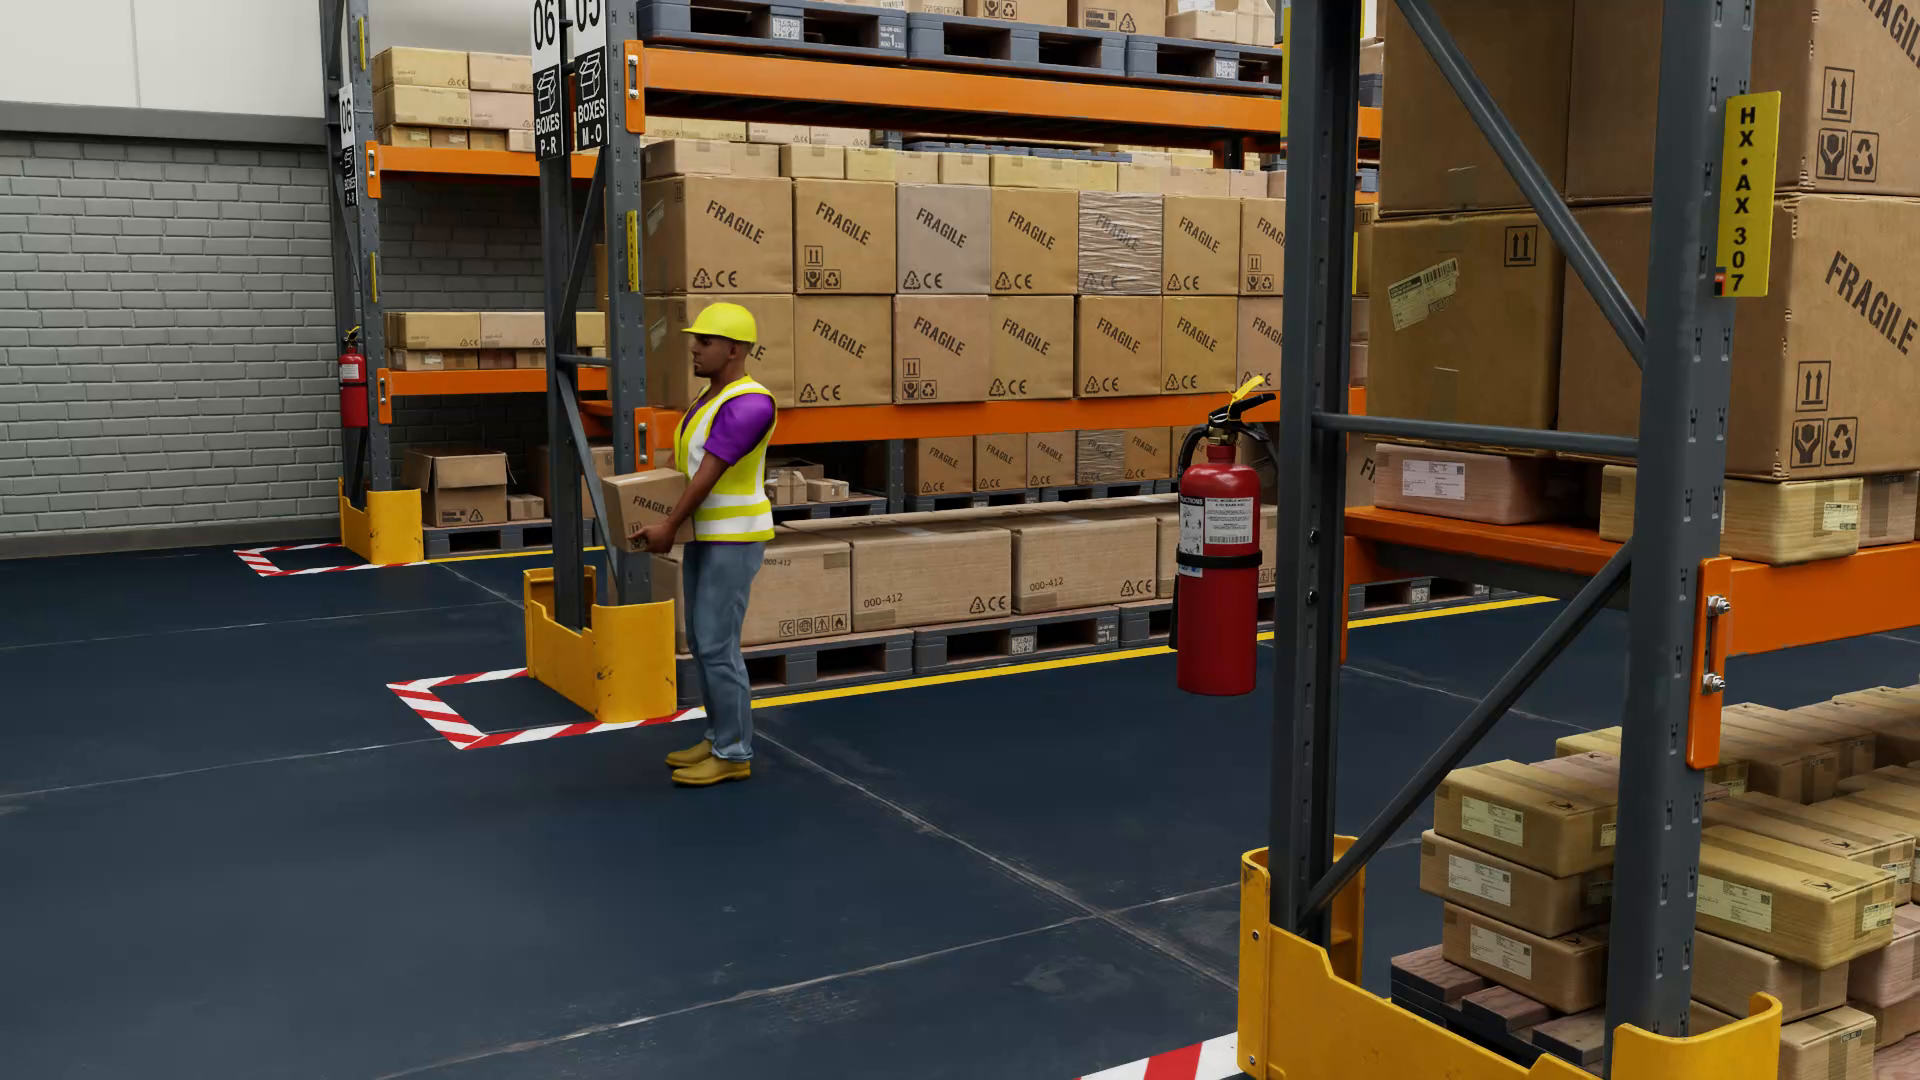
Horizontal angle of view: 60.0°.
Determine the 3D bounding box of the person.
[{"bbox_3d":[-0.978,0.014,6.143,0.567,1.763,0.505,-4,9,-25],"label":"person"}]
